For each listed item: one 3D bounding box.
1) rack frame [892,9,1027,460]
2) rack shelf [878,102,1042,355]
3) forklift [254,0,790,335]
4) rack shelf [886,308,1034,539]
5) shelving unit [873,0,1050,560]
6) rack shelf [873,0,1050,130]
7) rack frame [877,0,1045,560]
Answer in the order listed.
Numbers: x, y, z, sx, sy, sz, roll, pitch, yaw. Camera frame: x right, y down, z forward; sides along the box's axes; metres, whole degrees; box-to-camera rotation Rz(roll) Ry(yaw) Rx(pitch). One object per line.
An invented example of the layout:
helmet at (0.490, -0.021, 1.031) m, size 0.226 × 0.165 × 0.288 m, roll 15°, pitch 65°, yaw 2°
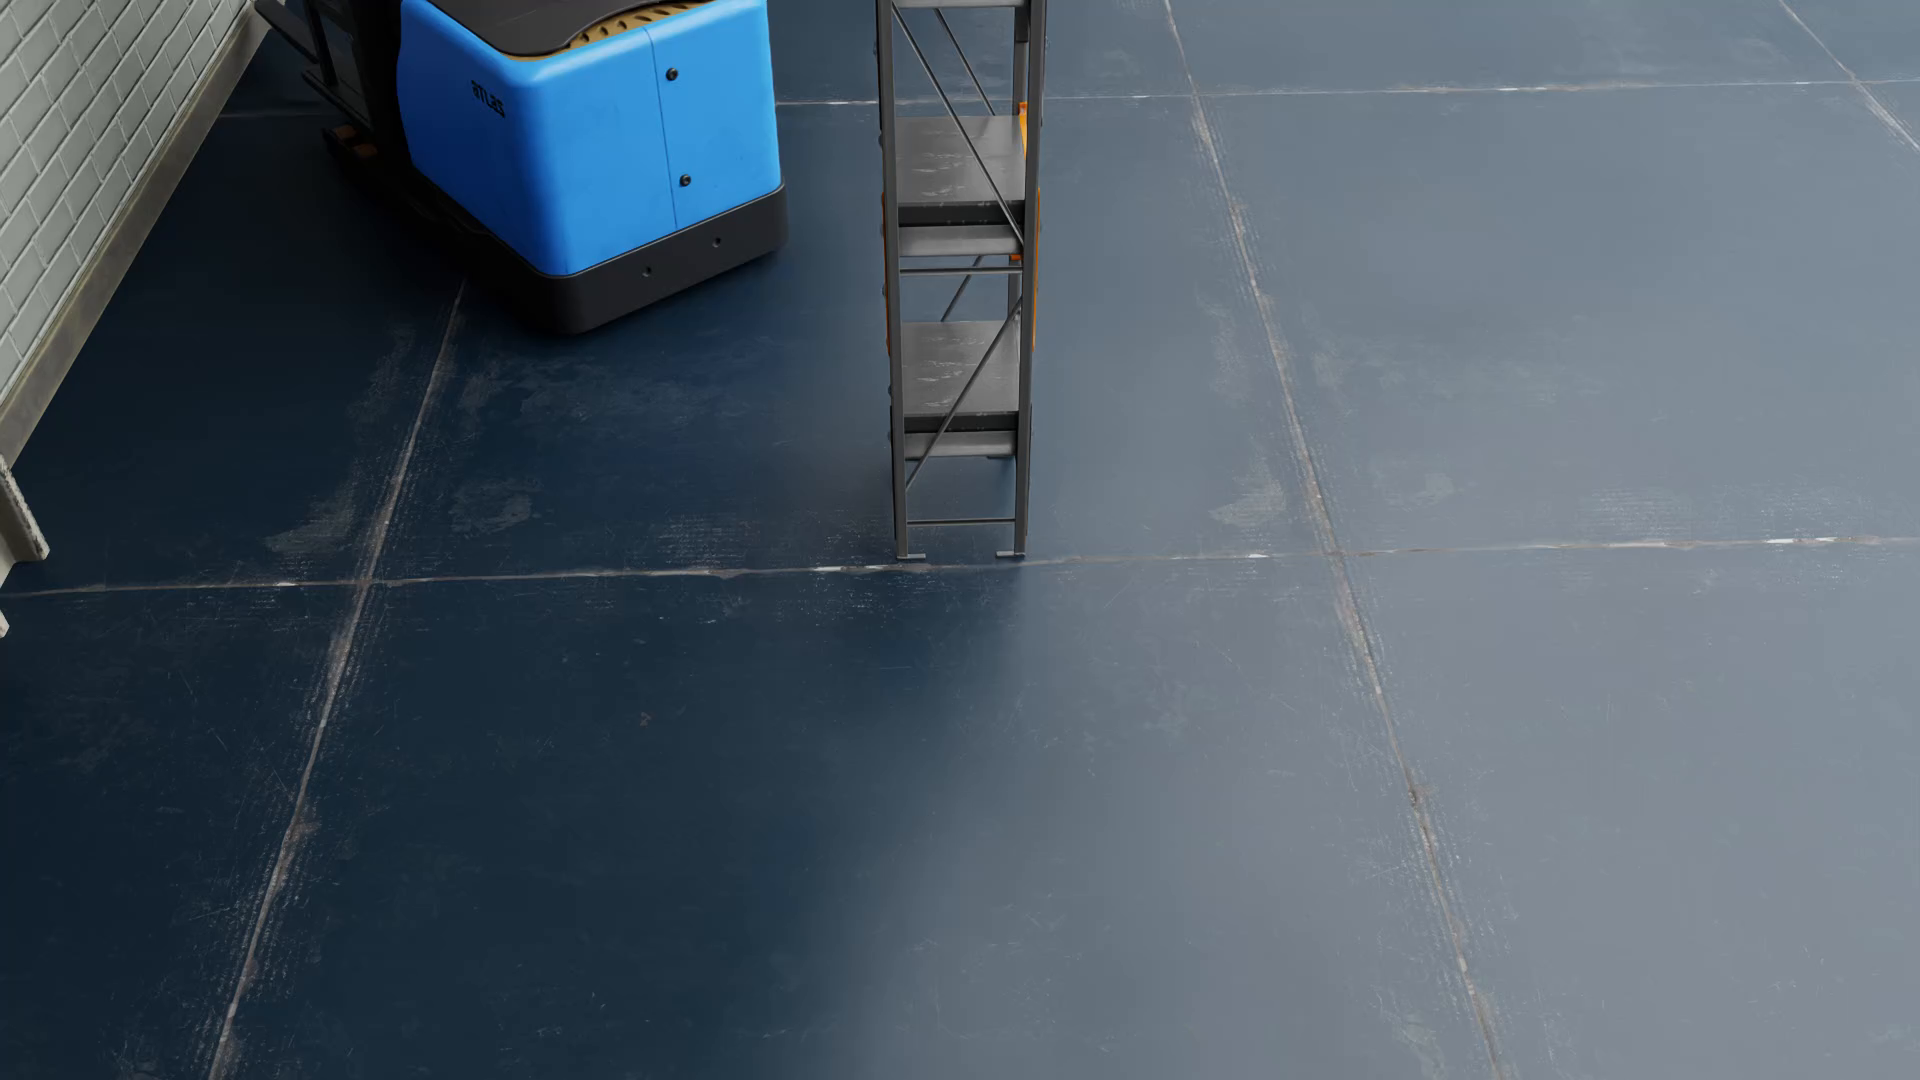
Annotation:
rack frame at (-0.017, -1.051, 4.842) m, size 0.400 × 2.100 × 0.015 m, roll -2°, pitch 43°, yaw -2°
rack shelf at (-0.007, -0.876, 4.672) m, size 0.431 × 0.518 × 0.480 m, roll -2°, pitch 43°, yaw -2°
forklift at (-1.994, -2.740, 6.070) m, size 1.130 × 2.935 × 3.031 m, roll -30°, pitch 50°, yaw -29°
rack shelf at (-0.007, -0.360, 5.145) m, size 0.431 × 0.518 × 0.480 m, roll -2°, pitch 43°, yaw -2°
shelving unit at (-0.007, -0.886, 4.662) m, size 0.431 × 2.100 × 0.503 m, roll -2°, pitch 43°, yaw -2°
rack shelf at (-0.007, -1.392, 4.199) m, size 0.431 × 0.518 × 0.480 m, roll -2°, pitch 43°, yaw -2°
rack frame at (0.003, -0.721, 4.483) m, size 0.400 × 2.100 × 0.015 m, roll -2°, pitch 43°, yaw -2°
